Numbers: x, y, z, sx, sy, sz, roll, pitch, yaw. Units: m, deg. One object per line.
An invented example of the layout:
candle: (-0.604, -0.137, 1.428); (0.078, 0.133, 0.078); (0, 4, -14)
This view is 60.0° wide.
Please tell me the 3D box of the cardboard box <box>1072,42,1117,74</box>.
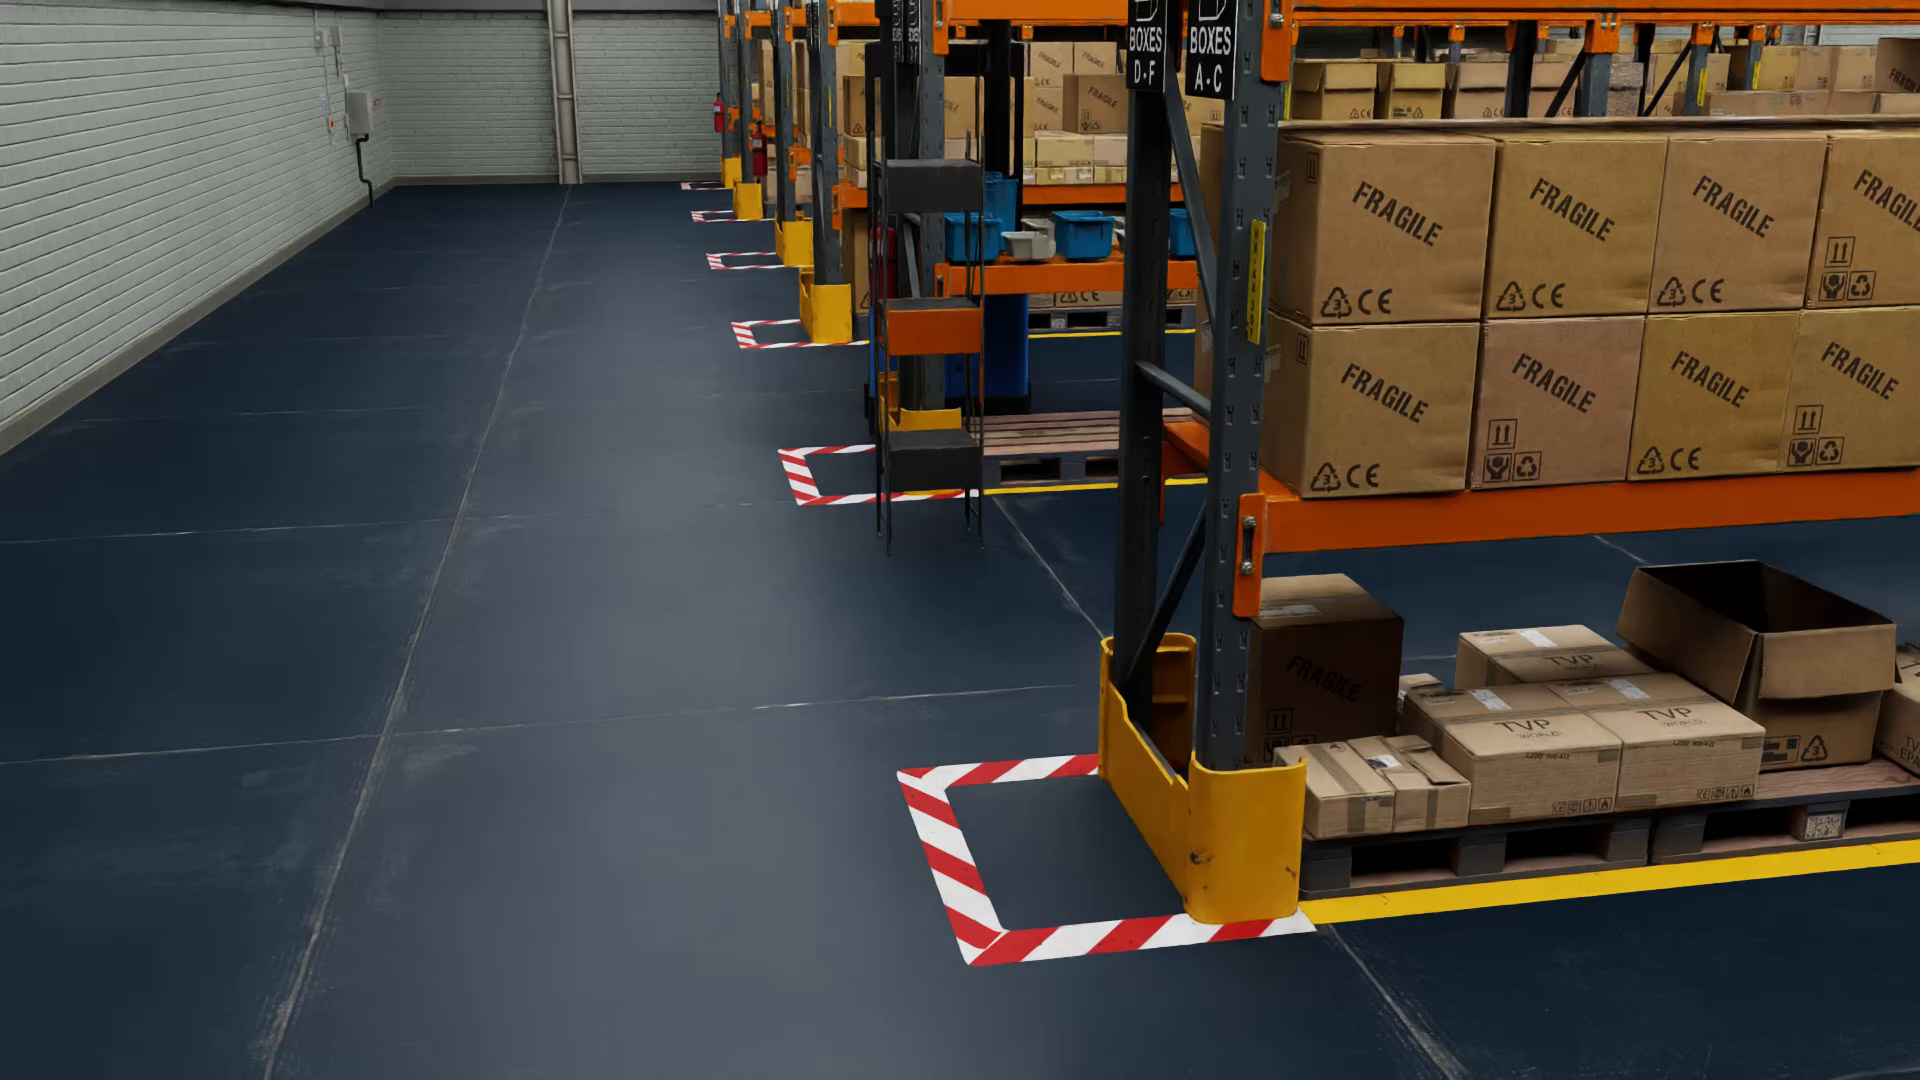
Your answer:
cardboard box: (1.496, -5.519, 19.293); (0.500, 0.500, 0.500); (-4, 17, -12)

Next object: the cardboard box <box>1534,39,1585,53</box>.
cardboard box: (9.195, -7.452, 25.587); (0.500, 0.500, 0.700); (-3, 17, -11)

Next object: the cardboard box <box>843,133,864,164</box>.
cardboard box: (-0.754, -3.471, 14.754); (0.500, 0.250, 0.500); (-4, 17, -11)

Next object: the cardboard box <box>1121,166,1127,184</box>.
cardboard box: (1.500, -3.231, 14.651); (0.250, 0.149, 0.380); (-3, 17, -9)

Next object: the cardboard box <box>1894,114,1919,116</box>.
cardboard box: (3.601, -1.216, 5.788); (0.500, 0.500, 0.500); (-4, 17, -12)

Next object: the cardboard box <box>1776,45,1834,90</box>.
cardboard box: (10.647, -6.064, 21.351); (0.550, 0.550, 0.875); (-3, 17, -10)

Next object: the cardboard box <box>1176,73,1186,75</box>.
cardboard box: (2.229, -3.996, 15.185); (0.500, 0.500, 0.500); (-3, 17, -10)

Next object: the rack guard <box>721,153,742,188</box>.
rack guard: (-3.931, -6.394, 28.778); (0.348, 0.500, 1.175); (-3, 17, -10)

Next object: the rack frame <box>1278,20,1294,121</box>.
rack frame: (2.747, -3.520, 15.164); (0.127, 3.000, 1.000); (-3, 17, -10)

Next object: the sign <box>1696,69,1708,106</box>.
sign: (6.783, -4.137, 15.199); (0.005, 0.325, 0.100); (-3, 17, -10)

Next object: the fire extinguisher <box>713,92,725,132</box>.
fire extinguisher: (-4.062, -7.228, 28.003); (0.183, 0.674, 0.296); (-3, 17, -10)

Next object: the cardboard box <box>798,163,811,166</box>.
cardboard box: (-2.540, -6.634, 28.843); (0.500, 0.500, 0.700); (-3, 17, -8)

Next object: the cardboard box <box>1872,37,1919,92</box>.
cardboard box: (9.796, -4.449, 16.452); (1.000, 1.000, 1.000); (-3, 17, -10)

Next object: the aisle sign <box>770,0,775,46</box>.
aisle sign: (-2.150, -6.058, 18.999); (0.004, 0.787, 0.394); (-3, 17, -10)

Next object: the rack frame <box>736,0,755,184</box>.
rack frame: (-3.060, -6.154, 23.739); (0.127, 3.000, 1.000); (-3, 17, -10)

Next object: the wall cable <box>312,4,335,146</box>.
wall cable: (-8.592, -6.334, 22.541); (0.123, 1.953, 0.585); (-3, 17, -10)

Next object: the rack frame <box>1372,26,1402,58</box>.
rack frame: (7.777, -8.253, 30.574); (0.127, 3.000, 1.000); (-3, 17, -10)

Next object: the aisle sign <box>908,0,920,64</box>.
aisle sign: (-0.255, -3.023, 9.116); (0.004, 0.787, 0.394); (-3, 17, -10)

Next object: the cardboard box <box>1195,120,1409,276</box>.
cardboard box: (1.081, -1.071, 5.317); (0.500, 0.500, 0.500); (-3, 17, -11)

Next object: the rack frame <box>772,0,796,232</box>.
rack frame: (-2.022, -4.733, 19.112); (0.127, 3.000, 1.000); (-3, 17, -10)

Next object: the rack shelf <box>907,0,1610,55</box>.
rack shelf: (1.723, -3.071, 9.818); (4.000, 0.370, 1.077); (-3, 17, -10)

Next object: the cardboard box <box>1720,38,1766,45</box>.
cardboard box: (12.189, -7.622, 26.138); (0.500, 0.500, 0.700); (-4, 17, -12)

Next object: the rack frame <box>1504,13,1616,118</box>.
rack frame: (3.687, -2.092, 10.515); (0.127, 3.000, 1.000); (-3, 17, -10)

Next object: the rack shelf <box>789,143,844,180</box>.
rack shelf: (-0.058, -4.500, 19.580); (4.000, 0.370, 1.077); (-3, 17, -10)

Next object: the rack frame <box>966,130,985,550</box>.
rack frame: (0.077, -1.008, 8.518); (0.015, 2.100, 0.400); (-3, 17, -10)

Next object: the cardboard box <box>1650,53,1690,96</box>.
cardboard box: (8.769, -5.868, 20.936); (0.500, 0.500, 0.700); (-4, 17, -11)

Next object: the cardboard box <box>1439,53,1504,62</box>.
cardboard box: (6.276, -5.726, 20.473); (0.500, 0.500, 0.700); (-3, 17, -11)

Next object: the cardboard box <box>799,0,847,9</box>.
cardboard box: (-1.532, -6.046, 18.535); (0.500, 0.250, 0.500); (-3, 17, -8)

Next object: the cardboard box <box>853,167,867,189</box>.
cardboard box: (-0.769, -3.102, 14.230); (0.250, 0.149, 0.380); (-3, 17, -10)

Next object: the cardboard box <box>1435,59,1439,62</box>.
cardboard box: (7.318, -7.066, 25.317); (0.500, 0.500, 0.500); (-3, 17, -9)

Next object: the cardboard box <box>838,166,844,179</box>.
cardboard box: (-1.534, -5.249, 24.441); (0.875, 0.438, 0.875); (-3, 17, -9)

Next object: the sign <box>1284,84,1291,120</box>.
sign: (2.854, -3.812, 14.504); (0.005, 0.325, 0.100); (-3, 17, -10)

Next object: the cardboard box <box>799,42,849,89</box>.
cardboard box: (-1.530, -5.349, 18.739); (0.500, 0.500, 0.500); (-3, 17, -11)

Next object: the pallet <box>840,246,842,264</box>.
pallet: (-1.143, -3.439, 19.649); (1.213, 0.211, 1.003); (-3, 17, -10)

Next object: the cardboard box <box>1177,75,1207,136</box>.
cardboard box: (1.854, -3.820, 14.611); (0.500, 0.500, 0.500); (-3, 17, -10)

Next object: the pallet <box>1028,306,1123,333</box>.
pallet: (0.786, -2.098, 15.284); (1.213, 0.211, 1.003); (-3, 17, -10)

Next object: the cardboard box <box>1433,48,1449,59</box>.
cardboard box: (7.373, -7.368, 25.196); (0.250, 0.149, 0.380); (-4, 18, -13)

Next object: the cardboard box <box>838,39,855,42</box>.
cardboard box: (-1.635, -6.996, 23.503); (0.250, 0.149, 0.380); (-3, 17, -10)

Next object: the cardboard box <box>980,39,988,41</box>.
cardboard box: (0.346, -7.120, 23.908); (0.250, 0.149, 0.380); (-3, 17, -9)

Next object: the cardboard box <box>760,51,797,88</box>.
cardboard box: (-2.535, -6.625, 23.398); (0.500, 0.500, 0.500); (-4, 17, -12)

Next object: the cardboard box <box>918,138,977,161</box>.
cardboard box: (-0.148, -3.348, 14.351); (0.500, 0.250, 0.500); (-3, 17, -11)

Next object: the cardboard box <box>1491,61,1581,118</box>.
cardboard box: (5.314, -4.199, 15.494); (0.637, 0.503, 0.797); (-3, 17, -9)

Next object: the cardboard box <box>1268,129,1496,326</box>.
cardboard box: (1.181, -0.916, 4.811); (0.500, 0.500, 0.500); (-3, 17, -9)

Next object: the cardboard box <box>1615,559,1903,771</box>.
cardboard box: (2.779, 0.425, 5.822); (0.637, 0.503, 0.797); (-3, 17, -10)

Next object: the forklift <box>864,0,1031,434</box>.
forklift: (-0.114, -2.467, 11.850); (1.130, 2.935, 3.031); (-1, 17, -2)

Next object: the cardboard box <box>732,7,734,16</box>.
cardboard box: (-3.735, -8.983, 28.269); (0.250, 0.149, 0.380); (-3, 17, -9)

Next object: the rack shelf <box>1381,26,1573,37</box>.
rack shelf: (9.741, -9.455, 30.602); (4.000, 0.370, 1.077); (-3, 17, -10)

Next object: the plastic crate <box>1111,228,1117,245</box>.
plastic crate: (0.813, -1.882, 10.176); (0.243, 0.136, 0.396); (-3, 17, -10)

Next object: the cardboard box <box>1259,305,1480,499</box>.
cardboard box: (1.181, -0.438, 4.958); (0.500, 0.500, 0.500); (-3, 17, -9)

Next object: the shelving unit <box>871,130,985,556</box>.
shelving unit: (-0.163, -0.995, 8.473); (0.503, 2.100, 0.431); (-3, 17, -10)

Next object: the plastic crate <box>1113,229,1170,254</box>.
plastic crate: (1.061, -1.723, 9.659); (0.298, 0.136, 0.250); (-3, 17, -10)

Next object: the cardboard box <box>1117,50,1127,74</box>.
cardboard box: (2.341, -6.908, 24.320); (0.500, 0.500, 0.500); (-4, 17, -12)

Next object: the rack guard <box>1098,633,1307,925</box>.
rack guard: (0.770, 0.749, 5.521); (0.348, 0.500, 1.175); (-3, 17, -10)

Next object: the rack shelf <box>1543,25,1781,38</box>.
rack shelf: (10.686, -8.024, 25.944); (4.000, 0.370, 1.077); (-3, 17, -10)

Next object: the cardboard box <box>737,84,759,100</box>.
cardboard box: (-3.509, -7.603, 28.205); (0.500, 0.250, 0.500); (-3, 17, -10)

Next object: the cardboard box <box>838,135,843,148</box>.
cardboard box: (-1.399, -4.562, 18.985); (0.250, 0.149, 0.380); (-3, 17, -8)
